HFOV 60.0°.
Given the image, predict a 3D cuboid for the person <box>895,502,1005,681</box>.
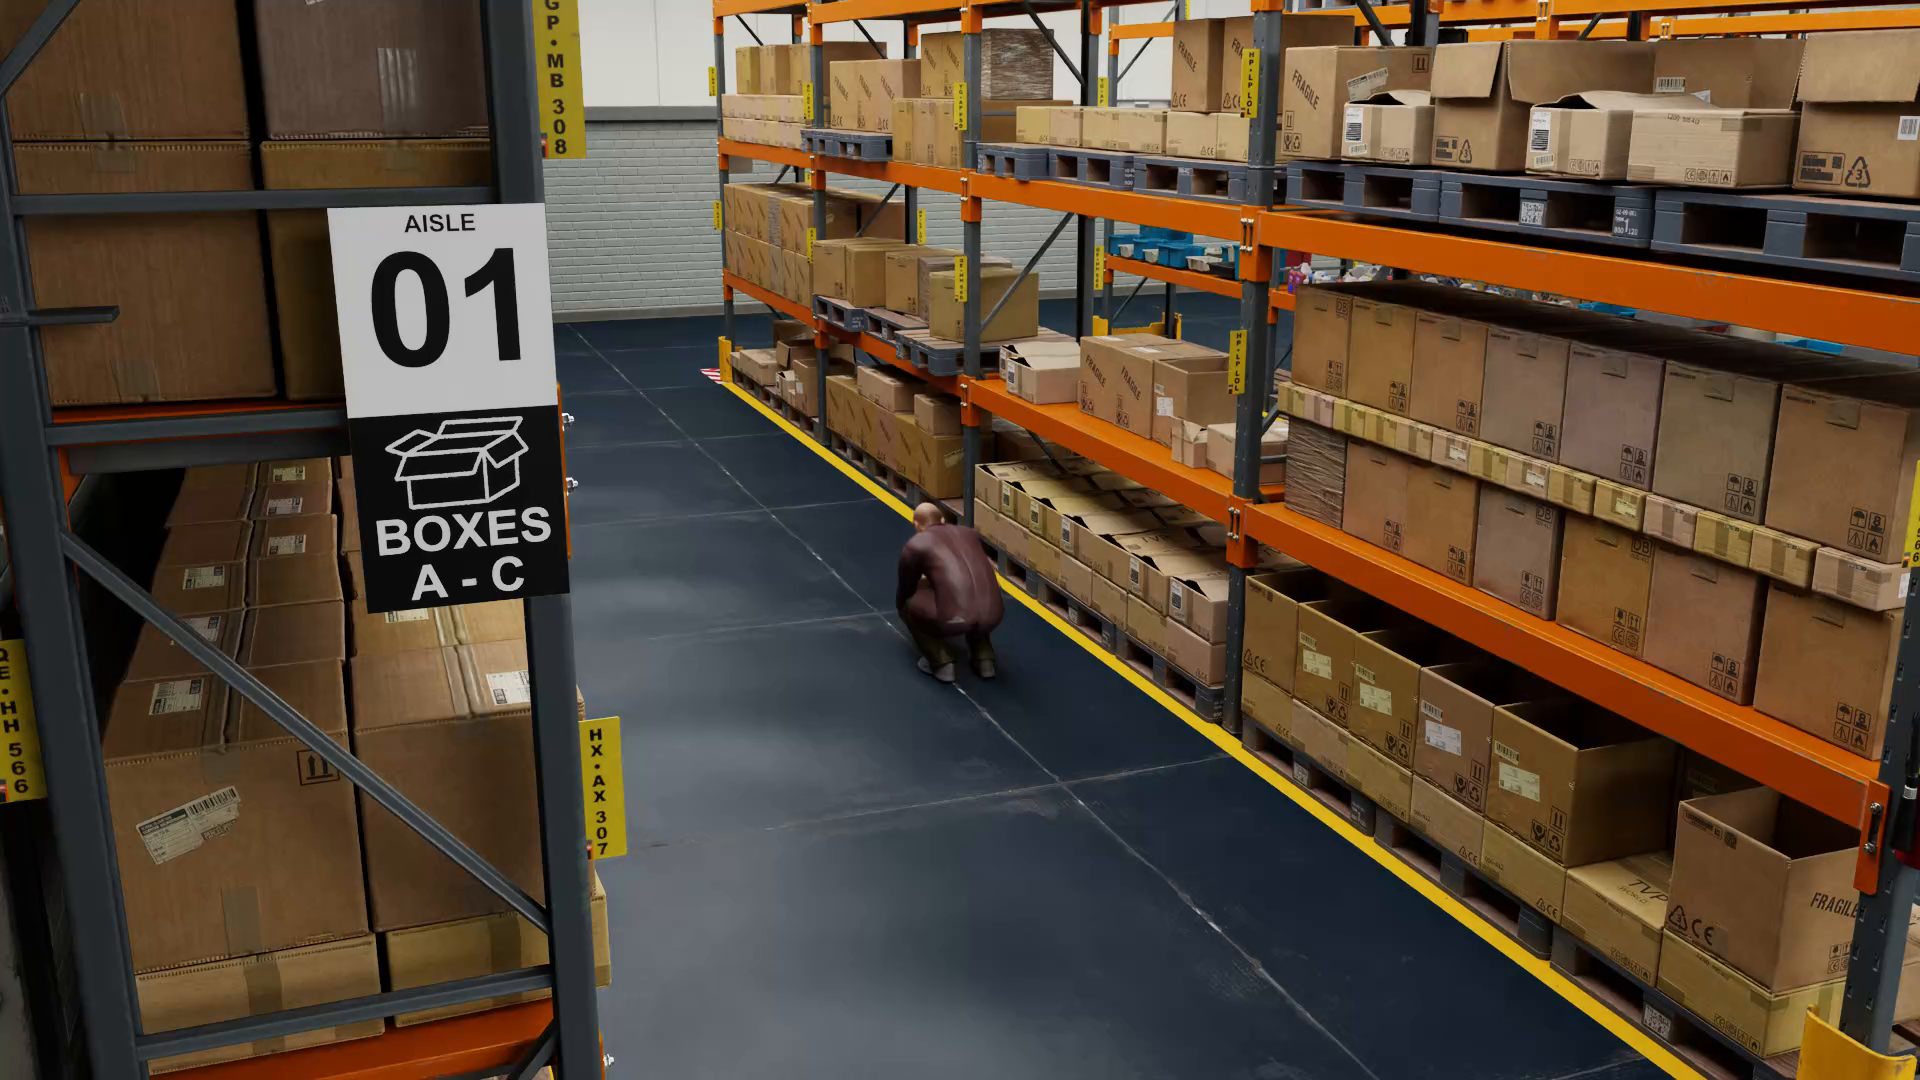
[{"bbox_3d":[-0.083,0.295,10.077,0.581,0.938,1.014,-6,16,-21],"label":"person"}]
